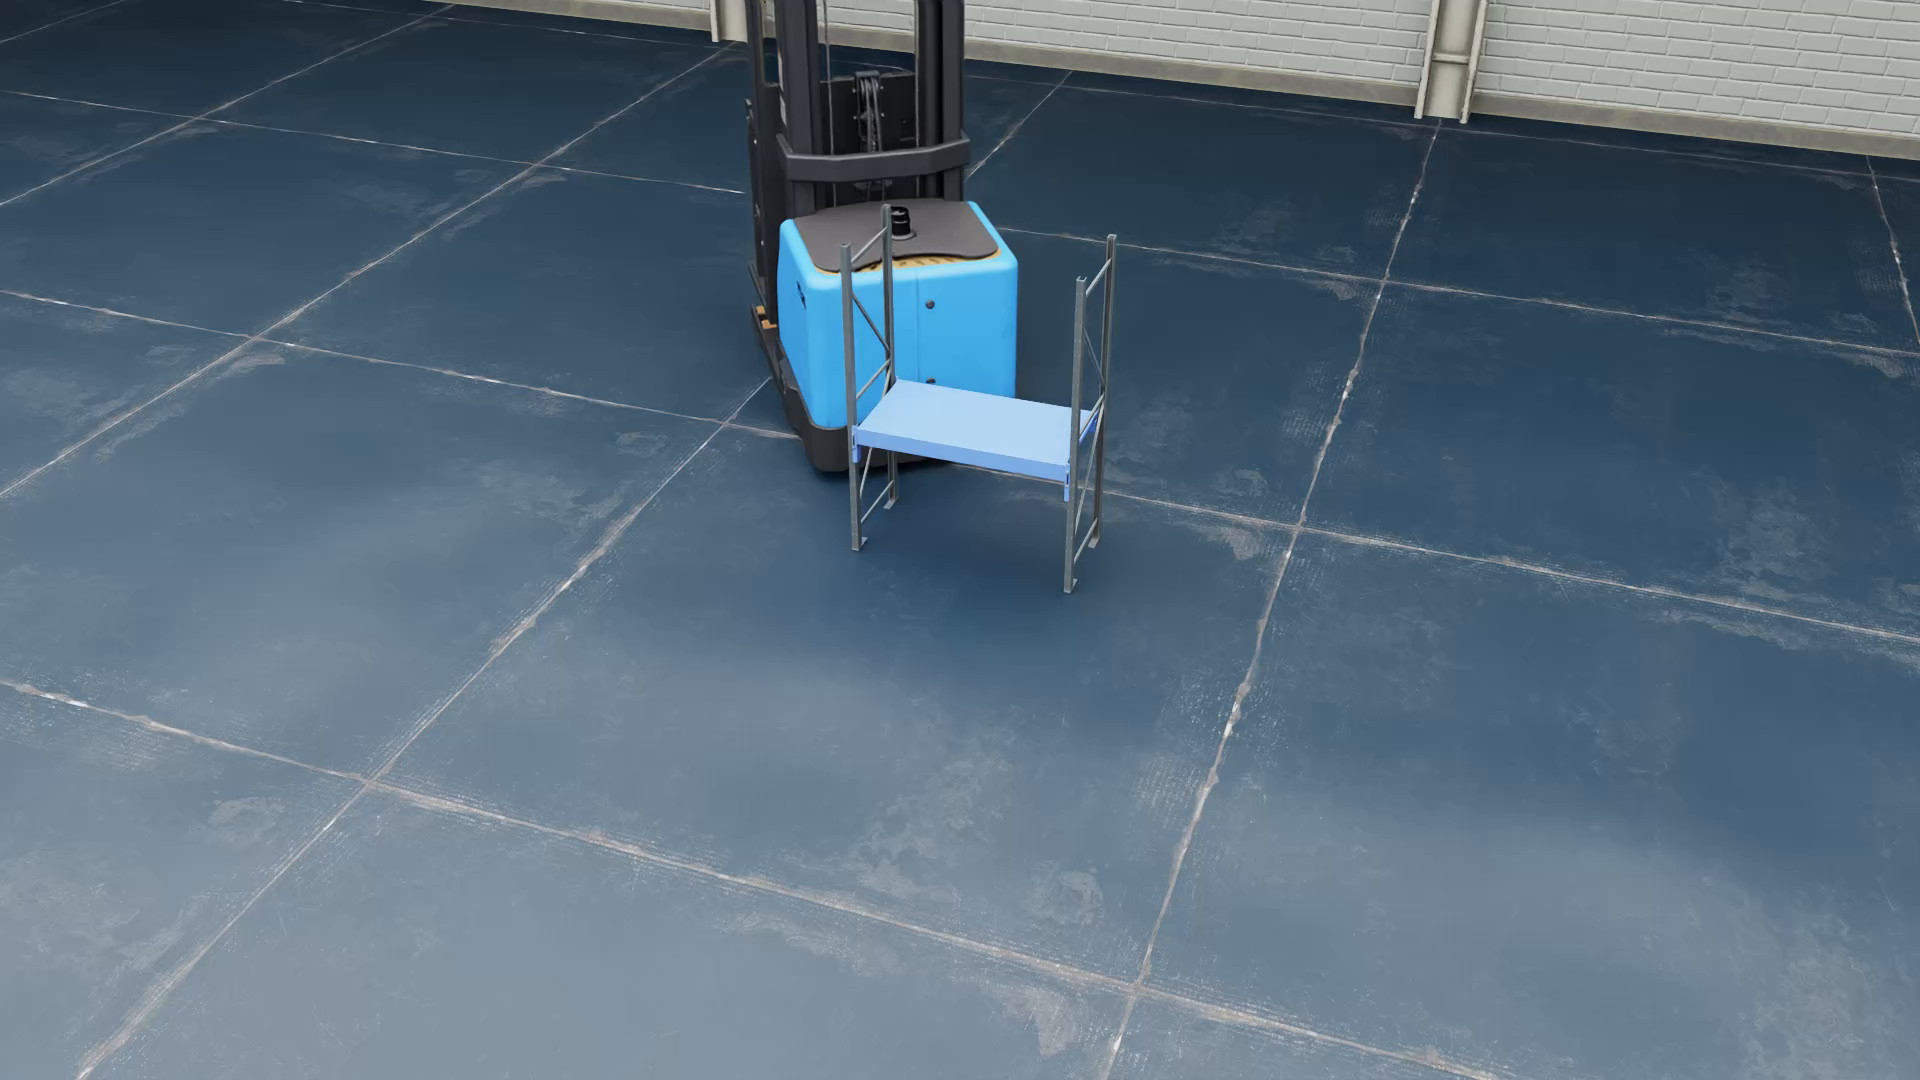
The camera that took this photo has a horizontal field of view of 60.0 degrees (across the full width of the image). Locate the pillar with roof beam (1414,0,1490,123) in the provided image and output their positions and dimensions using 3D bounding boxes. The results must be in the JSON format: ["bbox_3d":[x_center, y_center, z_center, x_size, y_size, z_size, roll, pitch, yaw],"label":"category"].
[{"bbox_3d":[2.274,-4.868,6.994,0.400,9.000,9.100,11,34,16],"label":"pillar with roof beam"}]

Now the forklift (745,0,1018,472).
[{"bbox_3d":[-0.579,-2.358,8.699,1.130,2.935,3.031,-8,34,-12],"label":"forklift"}]

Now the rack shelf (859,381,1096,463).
[{"bbox_3d":[0.080,-0.504,7.390,0.952,0.062,0.459,11,34,16],"label":"rack shelf"}]

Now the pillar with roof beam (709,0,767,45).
[{"bbox_3d":[-3.375,-5.966,8.695,0.400,9.000,9.100,11,34,16],"label":"pillar with roof beam"}]

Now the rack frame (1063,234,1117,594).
[{"bbox_3d":[0.559,-0.521,7.175,0.032,1.500,0.500,11,34,16],"label":"rack frame"}]

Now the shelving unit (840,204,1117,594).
[{"bbox_3d":[0.080,-0.614,7.319,1.048,1.500,0.500,11,34,16],"label":"shelving unit"}]

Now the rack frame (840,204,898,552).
[{"bbox_3d":[-0.398,-0.708,7.463,0.032,1.500,0.500,11,34,16],"label":"rack frame"}]
